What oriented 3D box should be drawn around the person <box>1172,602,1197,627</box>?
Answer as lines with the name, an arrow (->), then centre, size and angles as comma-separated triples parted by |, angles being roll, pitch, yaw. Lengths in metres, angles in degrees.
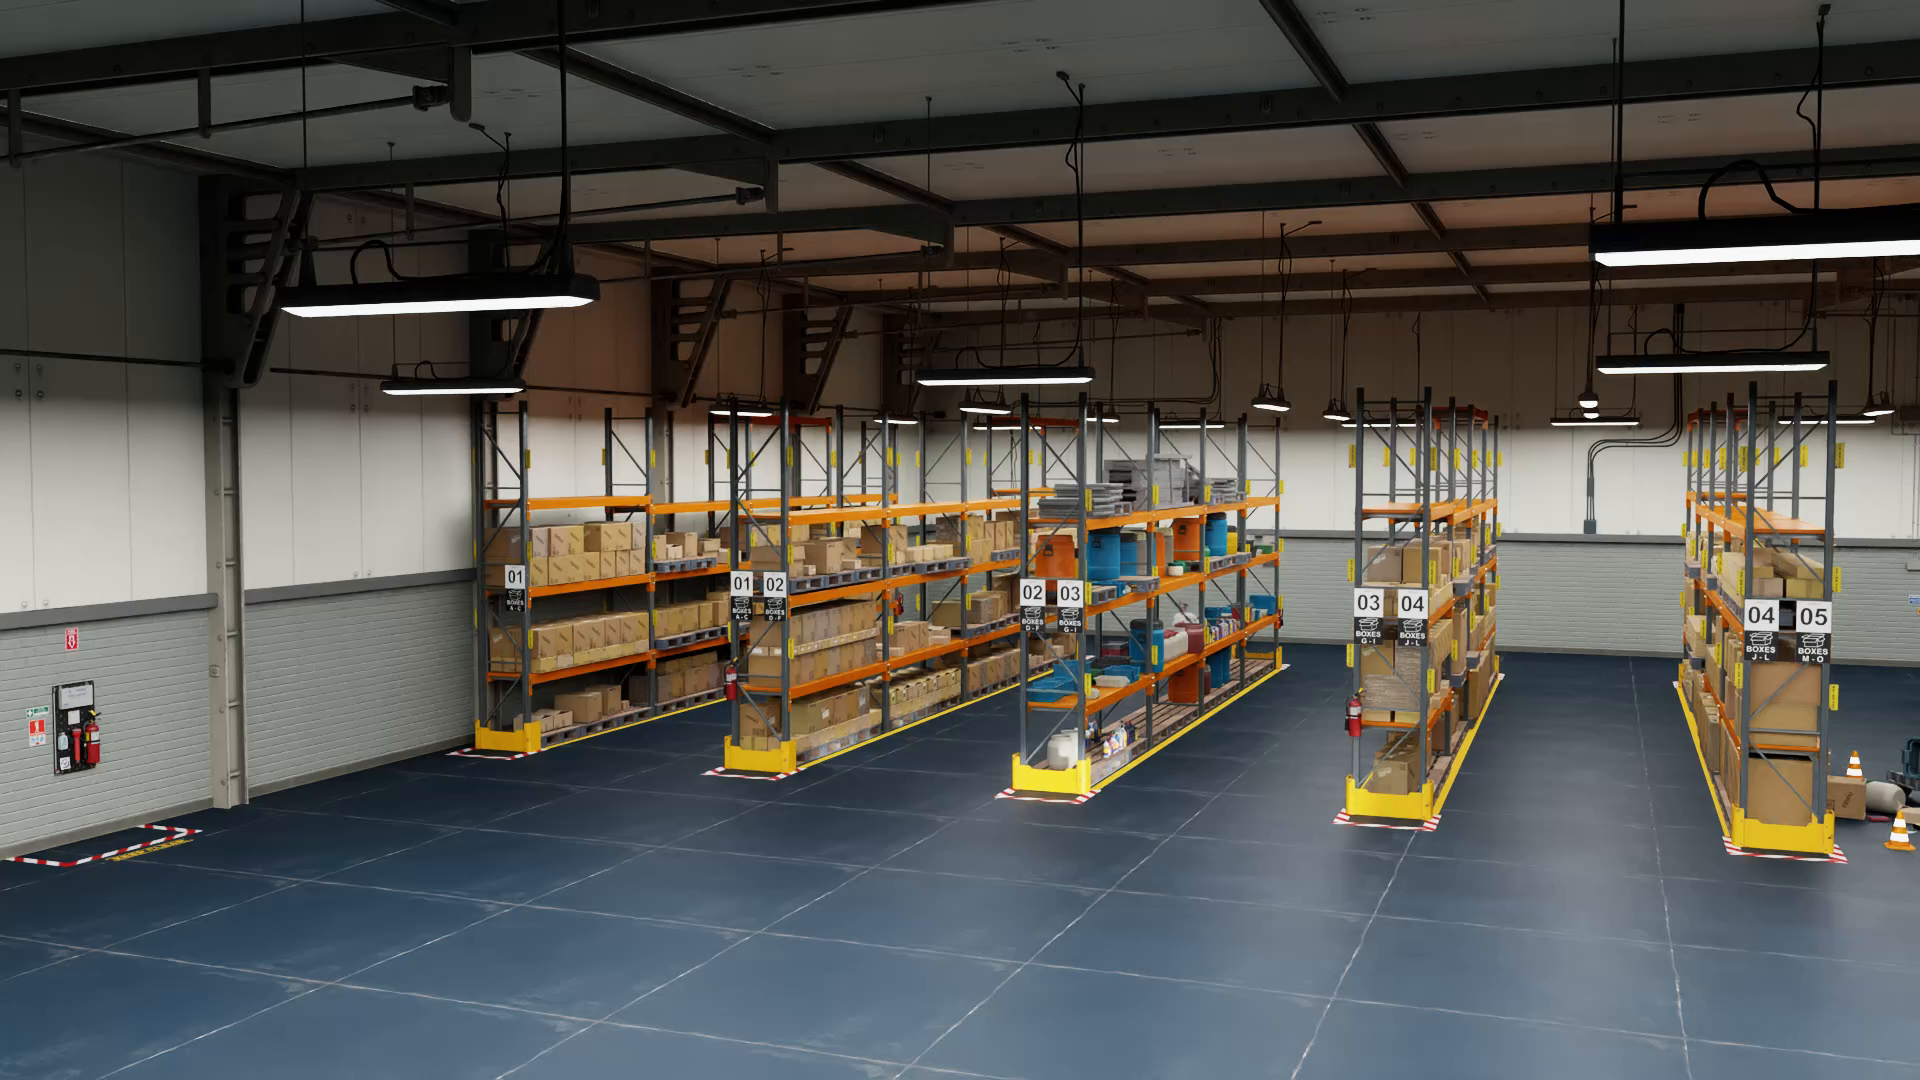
person -> 5.419, 2.266, 39.852 | 0.653, 1.606, 0.697 | 2, 3, 32
